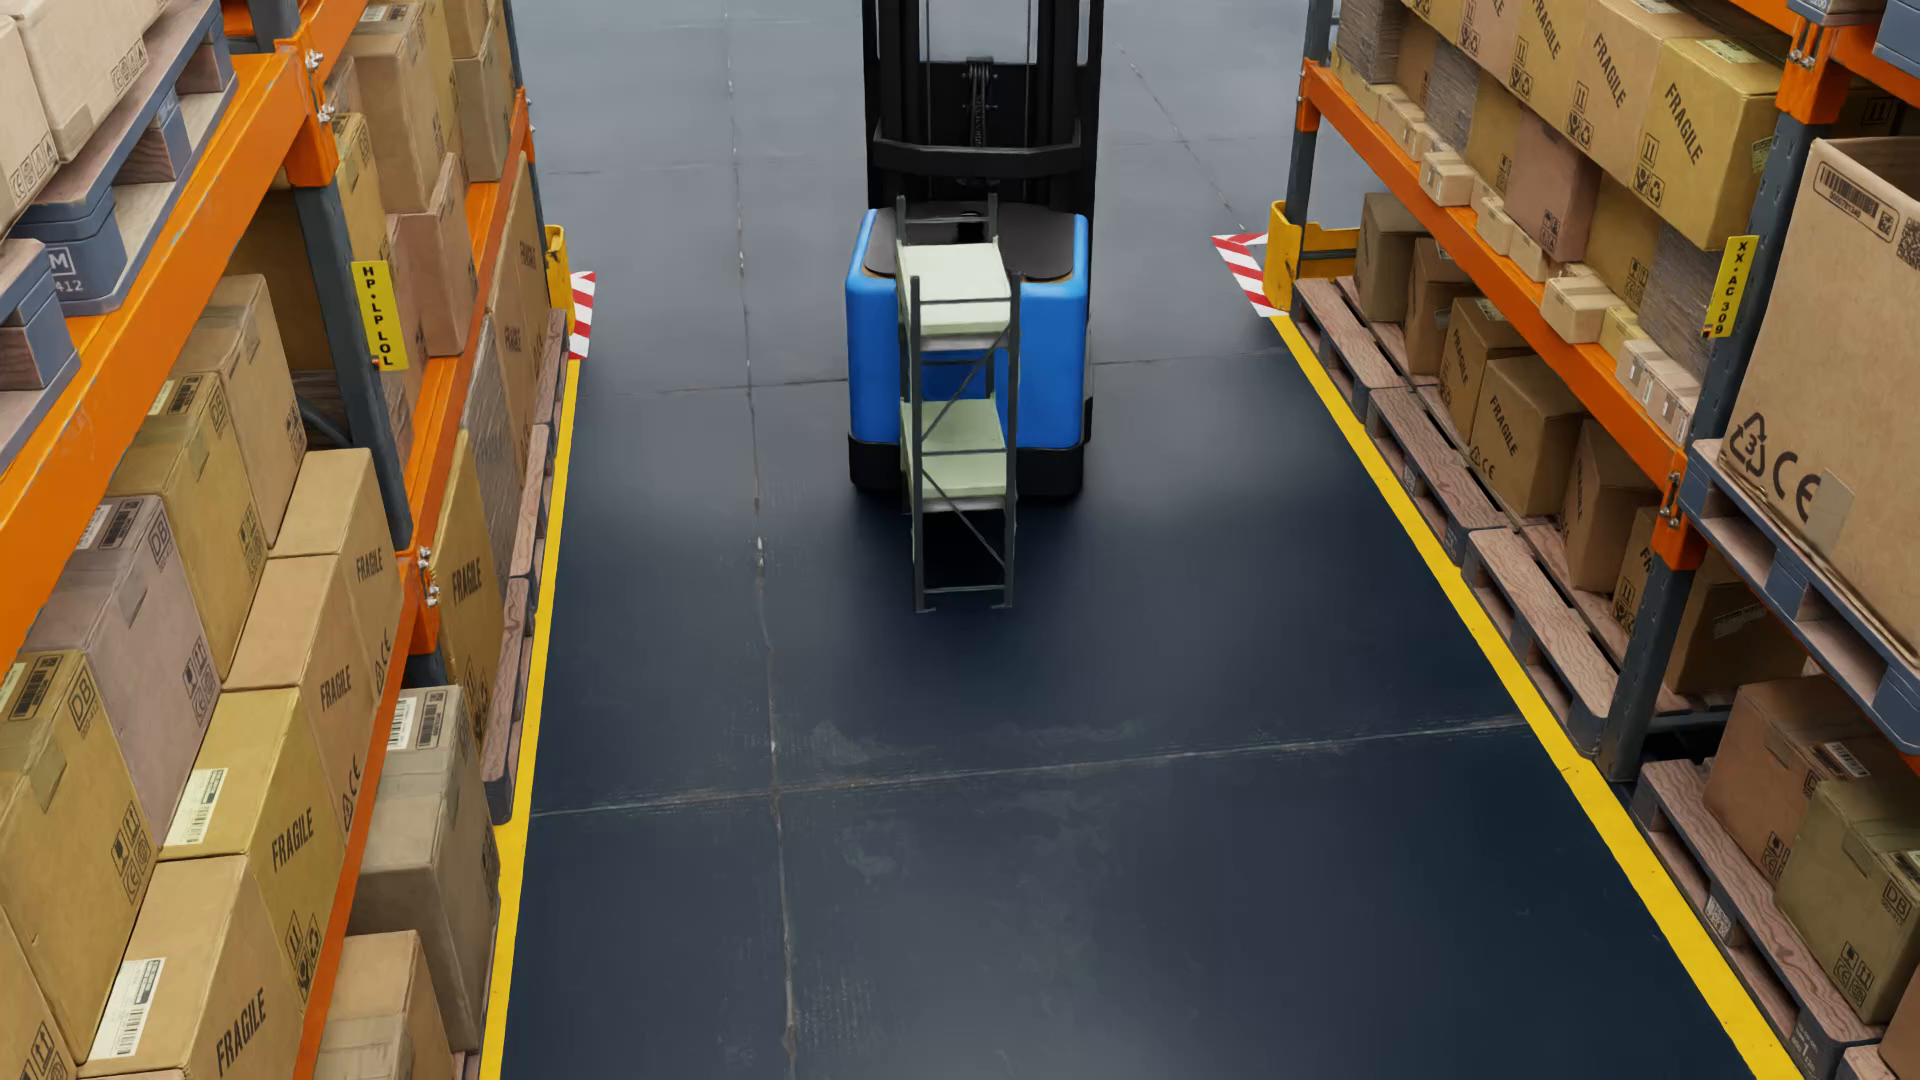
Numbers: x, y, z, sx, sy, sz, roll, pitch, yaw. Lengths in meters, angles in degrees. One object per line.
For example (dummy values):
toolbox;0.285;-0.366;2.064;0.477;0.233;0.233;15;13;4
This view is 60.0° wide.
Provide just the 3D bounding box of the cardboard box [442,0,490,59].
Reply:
cardboard box;-2.476;-2.345;6.935;0.875;0.550;0.550;-4;35;-6

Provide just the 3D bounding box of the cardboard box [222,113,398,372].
cardboard box;-2.131;-0.831;4.714;0.875;0.550;0.550;-4;35;-6

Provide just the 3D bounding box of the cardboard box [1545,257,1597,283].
cardboard box;2.448;-0.993;6.266;0.380;0.149;0.250;-4;35;-6

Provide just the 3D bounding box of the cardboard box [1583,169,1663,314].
cardboard box;2.782;-1.135;5.900;0.875;0.500;0.500;-4;35;-6

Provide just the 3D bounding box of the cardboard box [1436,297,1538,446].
cardboard box;2.523;-0.775;7.570;0.500;0.500;0.500;-1;34;-2

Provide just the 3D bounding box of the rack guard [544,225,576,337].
rack guard;-2.656;-1.327;8.753;1.175;0.500;0.348;-4;35;-6

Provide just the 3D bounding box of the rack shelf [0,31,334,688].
rack shelf;-1.846;0.059;2.475;1.077;0.370;4.000;-4;35;-6

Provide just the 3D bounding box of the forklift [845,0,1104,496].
forklift;0.120;-2.215;7.897;1.130;2.935;3.031;2;34;3

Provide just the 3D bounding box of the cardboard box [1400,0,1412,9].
cardboard box;2.140;-2.636;7.214;0.500;0.500;0.500;-4;35;-6

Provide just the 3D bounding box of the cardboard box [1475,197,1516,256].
cardboard box;2.306;-1.266;6.667;0.380;0.149;0.250;-4;35;-6

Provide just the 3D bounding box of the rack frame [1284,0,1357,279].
rack frame;2.275;-2.666;8.498;1.000;3.000;0.127;-4;35;-6

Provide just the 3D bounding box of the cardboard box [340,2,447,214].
cardboard box;-2.256;-1.441;5.609;0.875;0.550;0.550;-4;35;-6

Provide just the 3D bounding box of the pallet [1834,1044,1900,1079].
pallet;3.087;1.835;4.370;1.003;0.211;1.213;-4;35;-6

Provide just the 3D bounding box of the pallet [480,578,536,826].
pallet;-2.140;0.608;6.171;1.003;0.211;1.213;-4;35;-6

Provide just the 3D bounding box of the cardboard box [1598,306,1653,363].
cardboard box;2.495;-0.712;5.854;0.380;0.149;0.250;-4;35;-6

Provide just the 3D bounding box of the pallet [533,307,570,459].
pallet;-2.468;-0.754;8.169;1.003;0.211;1.213;-4;35;-6

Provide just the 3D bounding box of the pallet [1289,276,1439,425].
pallet;2.360;-1.015;8.552;1.003;0.211;1.213;-4;35;-6

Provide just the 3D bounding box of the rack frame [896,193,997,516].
rack frame;-0.055;-0.745;7.009;0.400;1.500;0.023;-3;34;-5

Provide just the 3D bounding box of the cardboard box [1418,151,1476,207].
cardboard box;2.183;-1.541;7.070;0.380;0.149;0.250;-4;35;-6

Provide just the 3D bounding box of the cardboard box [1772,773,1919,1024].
cardboard box;2.920;1.029;4.905;0.700;0.500;0.500;-5;35;-7

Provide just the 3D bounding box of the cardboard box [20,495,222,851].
cardboard box;-1.904;0.277;3.204;0.700;0.500;0.500;-4;34;-6

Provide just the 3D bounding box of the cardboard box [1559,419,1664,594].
cardboard box;2.715;-0.120;6.609;0.500;0.500;0.500;6;35;9

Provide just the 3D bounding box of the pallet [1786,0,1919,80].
pallet;2.791;-1.243;3.914;1.213;0.211;1.003;-4;35;-6

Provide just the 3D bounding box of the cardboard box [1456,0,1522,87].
cardboard box;2.282;-2.079;6.396;0.500;0.500;0.500;-4;35;-6

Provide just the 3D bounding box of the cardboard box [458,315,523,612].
cardboard box;-2.255;-0.269;6.495;0.875;0.875;0.875;-4;34;-6

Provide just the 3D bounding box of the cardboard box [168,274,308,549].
cardboard box;-2.043;-0.292;4.039;0.700;0.500;0.500;-5;35;-7

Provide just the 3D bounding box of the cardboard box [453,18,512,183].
cardboard box;-2.463;-1.900;7.241;0.875;0.550;0.550;-4;35;-6

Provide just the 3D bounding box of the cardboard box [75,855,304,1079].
cardboard box;-1.573;0.962;3.086;0.500;0.500;0.500;-5;35;-7

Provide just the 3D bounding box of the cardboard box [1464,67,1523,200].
cardboard box;2.588;-1.689;6.712;0.875;0.500;0.500;-4;35;-6

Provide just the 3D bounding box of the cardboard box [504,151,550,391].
cardboard box;-2.496;-1.269;7.962;0.875;0.875;0.875;-4;34;-6

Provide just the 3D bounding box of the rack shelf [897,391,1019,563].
rack shelf;-0.019;-0.270;6.892;0.431;0.370;0.720;-3;34;-5

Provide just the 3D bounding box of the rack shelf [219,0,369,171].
rack shelf;-2.384;-2.173;5.750;1.077;0.370;4.000;-4;35;-6

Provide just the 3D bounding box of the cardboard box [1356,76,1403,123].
cardboard box;2.111;-2.103;7.896;0.380;0.149;0.250;-4;35;-6

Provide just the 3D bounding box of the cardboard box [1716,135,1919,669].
cardboard box;2.782;-0.401;4.270;1.000;1.000;1.000;-4;34;-6

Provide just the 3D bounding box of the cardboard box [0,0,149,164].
cardboard box;-1.731;-0.835;2.819;0.500;0.250;0.500;-5;35;-7

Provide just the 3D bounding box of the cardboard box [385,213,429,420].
cardboard box;-2.273;-0.687;5.461;0.875;0.550;0.550;-4;35;-6

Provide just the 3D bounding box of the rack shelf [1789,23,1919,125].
rack shelf;3.082;-0.260;2.943;1.077;0.370;4.000;-4;35;-6

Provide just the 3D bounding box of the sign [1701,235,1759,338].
sign;2.277;-0.746;4.913;0.100;0.325;0.005;-4;35;-6

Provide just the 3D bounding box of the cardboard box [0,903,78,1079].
cardboard box;-1.768;0.844;2.372;0.700;0.500;0.500;-5;35;-7

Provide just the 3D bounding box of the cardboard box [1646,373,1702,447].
cardboard box;2.493;-0.428;5.437;0.380;0.149;0.250;-4;35;-6

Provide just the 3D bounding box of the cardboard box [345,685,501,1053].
cardboard box;-1.942;0.981;4.771;1.050;0.750;0.750;-5;35;-7

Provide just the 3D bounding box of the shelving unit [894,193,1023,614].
shelving unit;-0.018;-0.540;6.709;0.431;1.500;0.755;-3;34;-5

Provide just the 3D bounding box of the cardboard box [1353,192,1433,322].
cardboard box;2.343;-1.457;8.571;0.500;0.500;0.500;2;34;2

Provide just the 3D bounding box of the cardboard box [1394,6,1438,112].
cardboard box;2.508;-2.251;7.537;0.875;0.500;0.500;-4;35;-6

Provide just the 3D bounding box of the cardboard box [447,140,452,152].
cardboard box;-2.400;-1.285;6.339;0.875;0.550;0.500;-4;35;-6

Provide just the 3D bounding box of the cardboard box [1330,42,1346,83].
cardboard box;2.078;-2.385;8.309;0.380;0.149;0.250;-4;35;-6

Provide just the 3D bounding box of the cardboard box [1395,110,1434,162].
cardboard box;2.192;-1.825;7.488;0.380;0.149;0.250;-4;35;-6

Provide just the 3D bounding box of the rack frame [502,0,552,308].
rack frame;-2.653;-2.347;8.030;1.000;3.000;0.127;-4;35;-6

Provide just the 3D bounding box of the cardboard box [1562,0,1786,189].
cardboard box;2.412;-1.520;5.577;0.500;0.500;0.500;-4;35;-6

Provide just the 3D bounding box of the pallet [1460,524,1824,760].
pallet;2.688;0.346;6.554;1.003;0.211;1.213;-4;35;-6

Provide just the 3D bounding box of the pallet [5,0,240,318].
pallet;-1.943;-0.767;3.218;0.805;0.209;1.217;-6;35;-8

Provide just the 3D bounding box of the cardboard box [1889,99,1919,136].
cardboard box;3.005;-1.282;5.226;0.500;0.500;0.500;-4;35;-6

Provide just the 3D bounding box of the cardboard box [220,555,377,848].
cardboard box;-1.712;0.397;3.915;0.500;0.500;0.500;-5;35;-7

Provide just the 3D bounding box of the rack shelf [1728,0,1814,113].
rack shelf;2.544;-2.492;6.218;1.077;0.370;4.000;-4;35;-6
